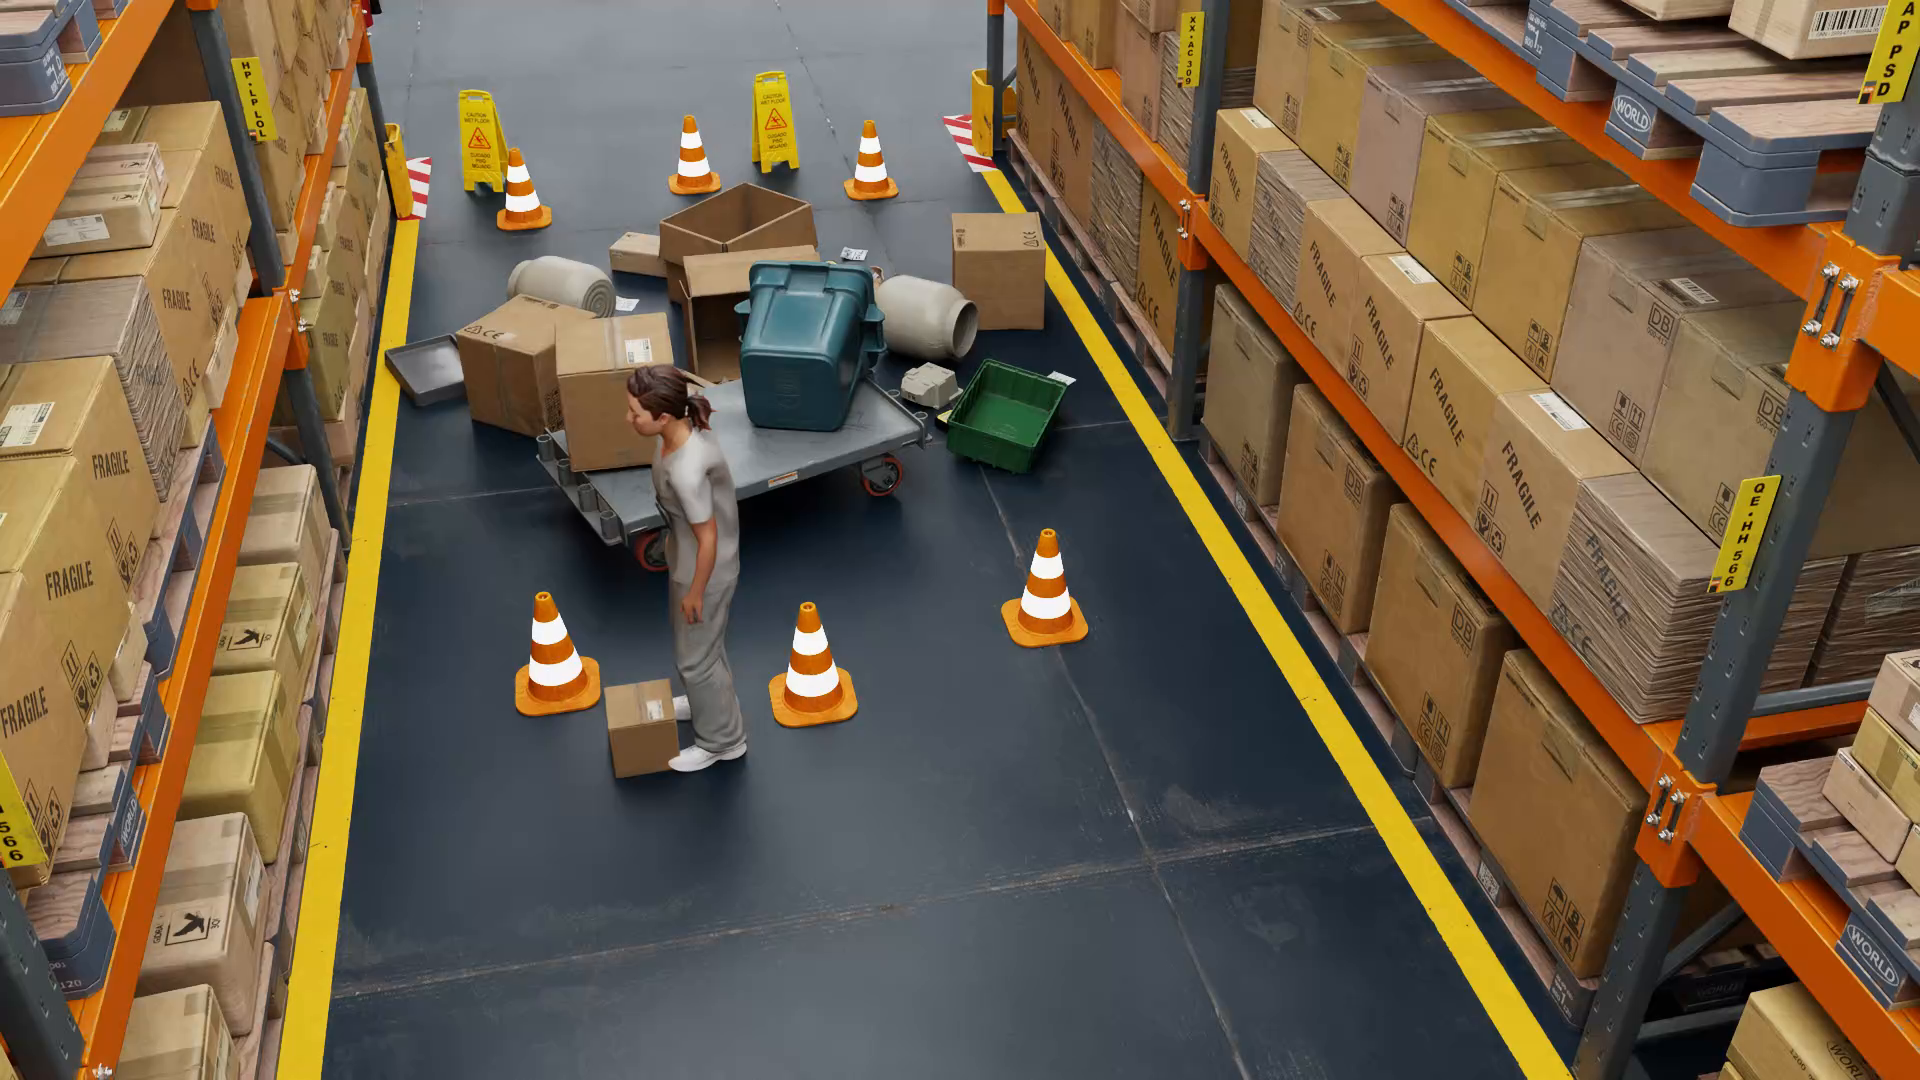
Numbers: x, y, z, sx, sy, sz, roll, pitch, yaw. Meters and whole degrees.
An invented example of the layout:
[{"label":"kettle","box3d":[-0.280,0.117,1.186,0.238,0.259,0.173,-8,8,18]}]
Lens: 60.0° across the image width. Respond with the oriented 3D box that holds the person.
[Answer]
[{"label":"person","box3d":[-0.970,0.095,6.007,0.361,1.672,0.492,-9,35,-12]}]
